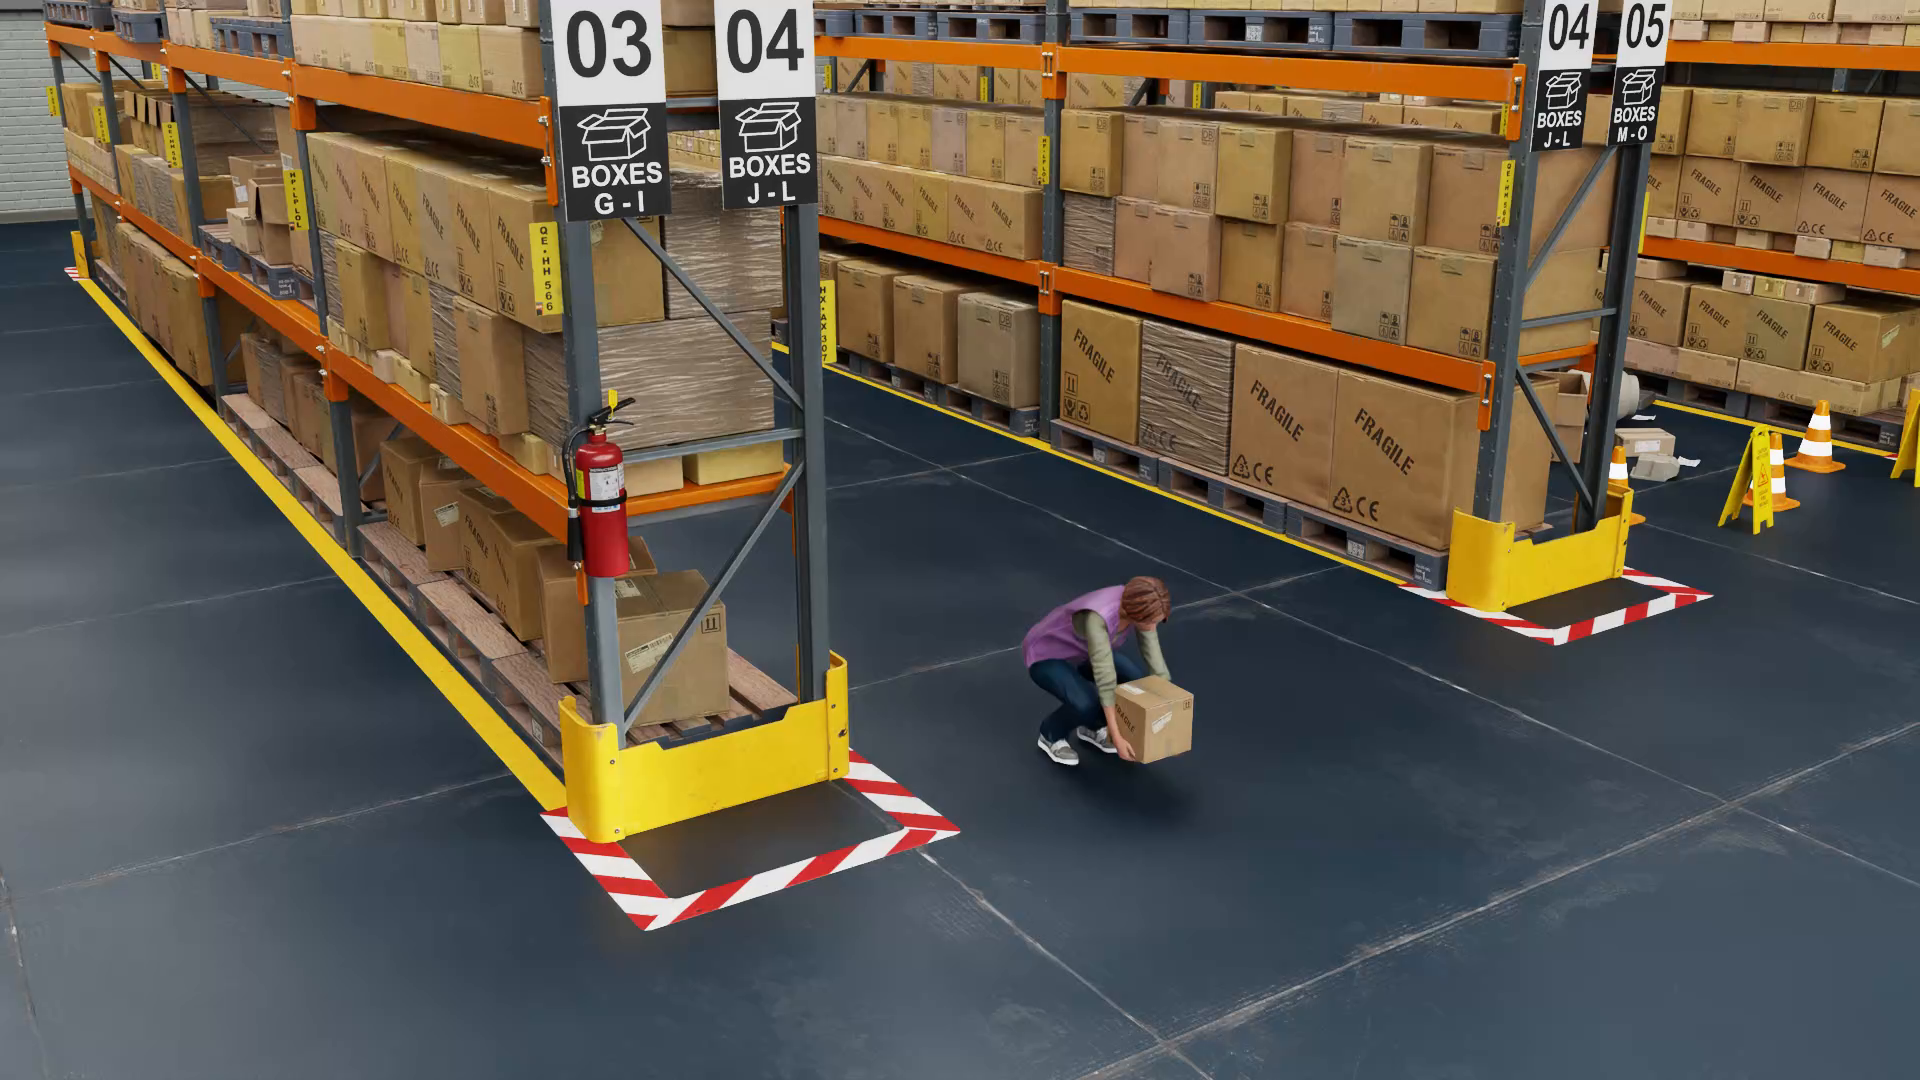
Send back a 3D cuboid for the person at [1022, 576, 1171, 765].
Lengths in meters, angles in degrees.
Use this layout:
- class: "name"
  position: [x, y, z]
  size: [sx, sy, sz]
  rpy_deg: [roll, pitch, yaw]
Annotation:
- class: "person"
  position: [0.601, 0.539, 7.079]
  size: [0.423, 0.896, 0.822]
  rpy_deg: [-12, 22, -33]
